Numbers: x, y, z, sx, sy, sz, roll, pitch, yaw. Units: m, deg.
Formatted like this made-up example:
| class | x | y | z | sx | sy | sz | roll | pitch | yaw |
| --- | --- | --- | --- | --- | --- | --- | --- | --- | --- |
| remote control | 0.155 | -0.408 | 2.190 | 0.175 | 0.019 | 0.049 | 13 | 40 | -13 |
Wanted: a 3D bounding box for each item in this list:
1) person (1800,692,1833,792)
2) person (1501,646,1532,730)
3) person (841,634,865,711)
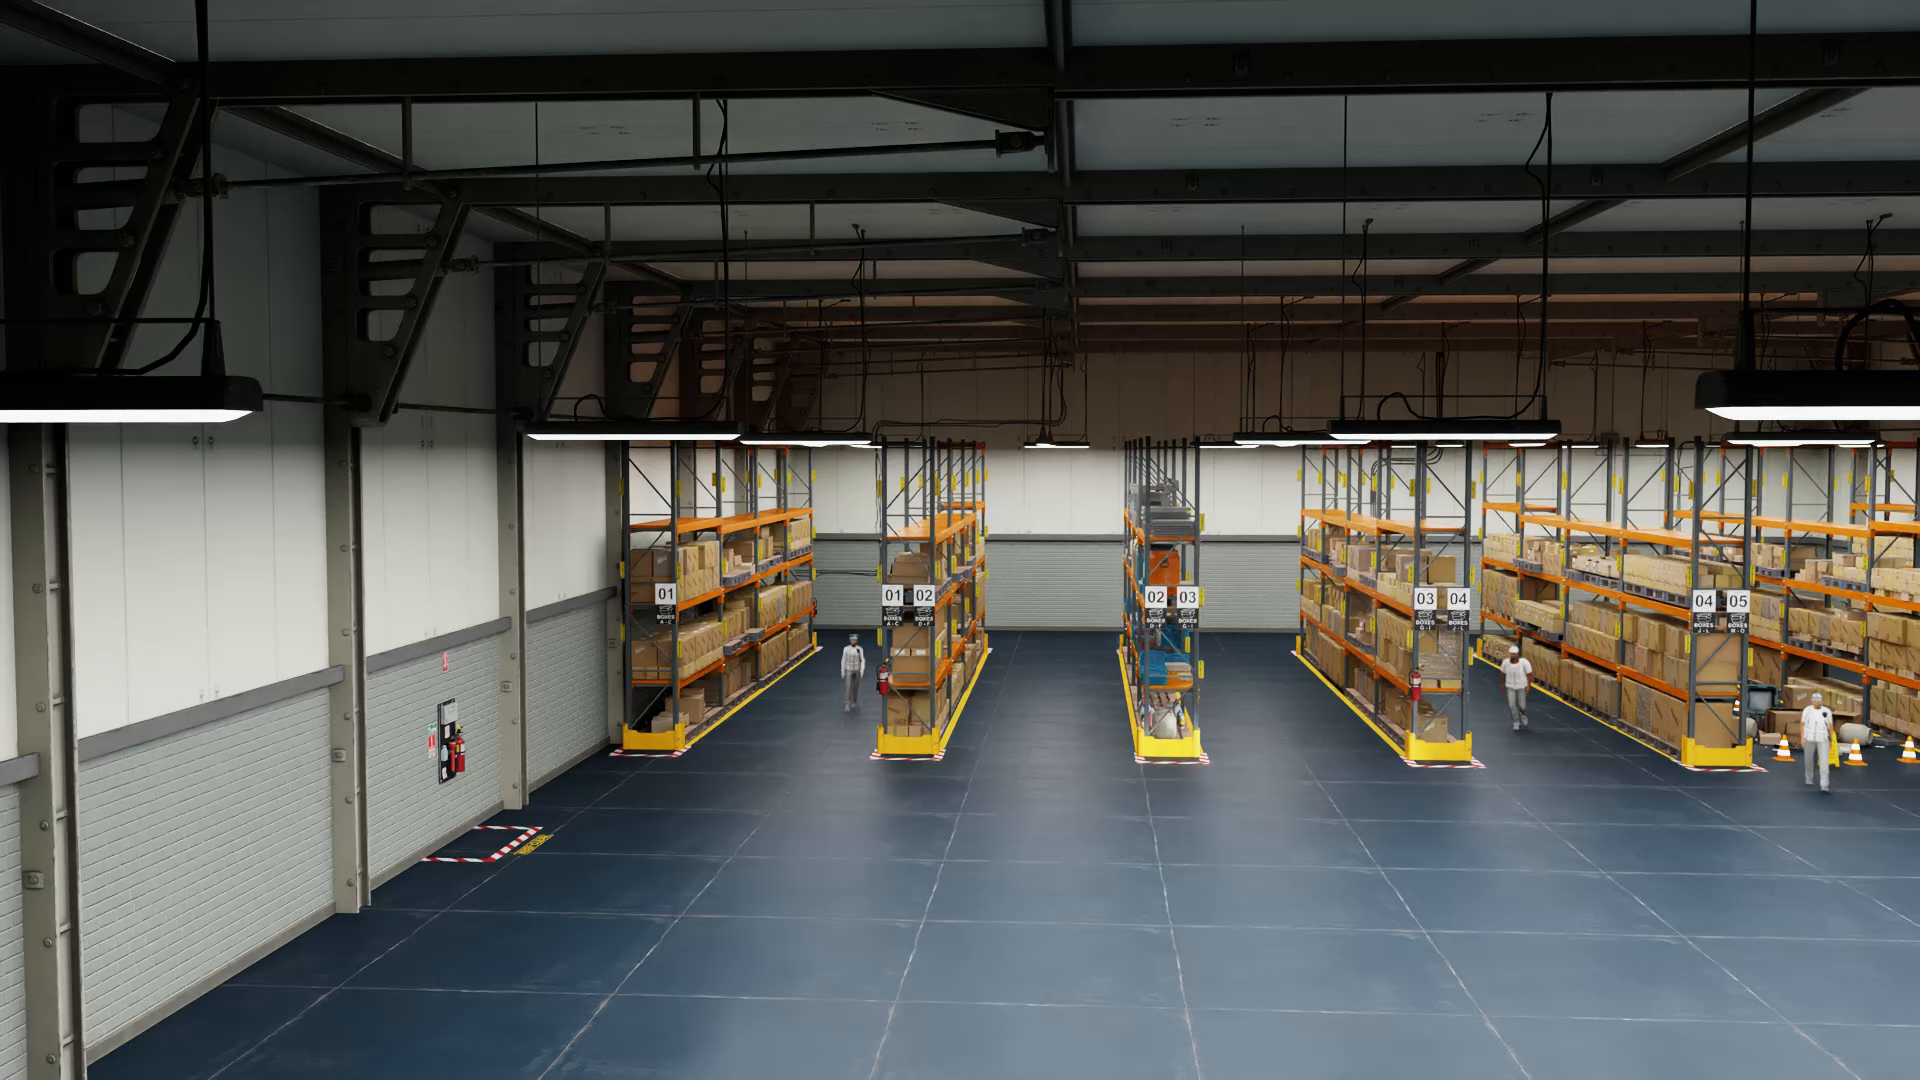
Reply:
| class | x | y | z | sx | sy | sz | roll | pitch | yaw |
| --- | --- | --- | --- | --- | --- | --- | --- | --- | --- |
| person | 14.530 | 3.401 | 28.184 | 0.516 | 1.641 | 0.848 | 2 | 4 | 36 |
| person | 11.478 | 3.026 | 34.276 | 0.630 | 1.732 | 0.717 | 2 | 3 | 27 |
| person | -2.355 | 2.909 | 36.803 | 0.527 | 1.659 | 0.771 | -1 | 3 | -15 |
